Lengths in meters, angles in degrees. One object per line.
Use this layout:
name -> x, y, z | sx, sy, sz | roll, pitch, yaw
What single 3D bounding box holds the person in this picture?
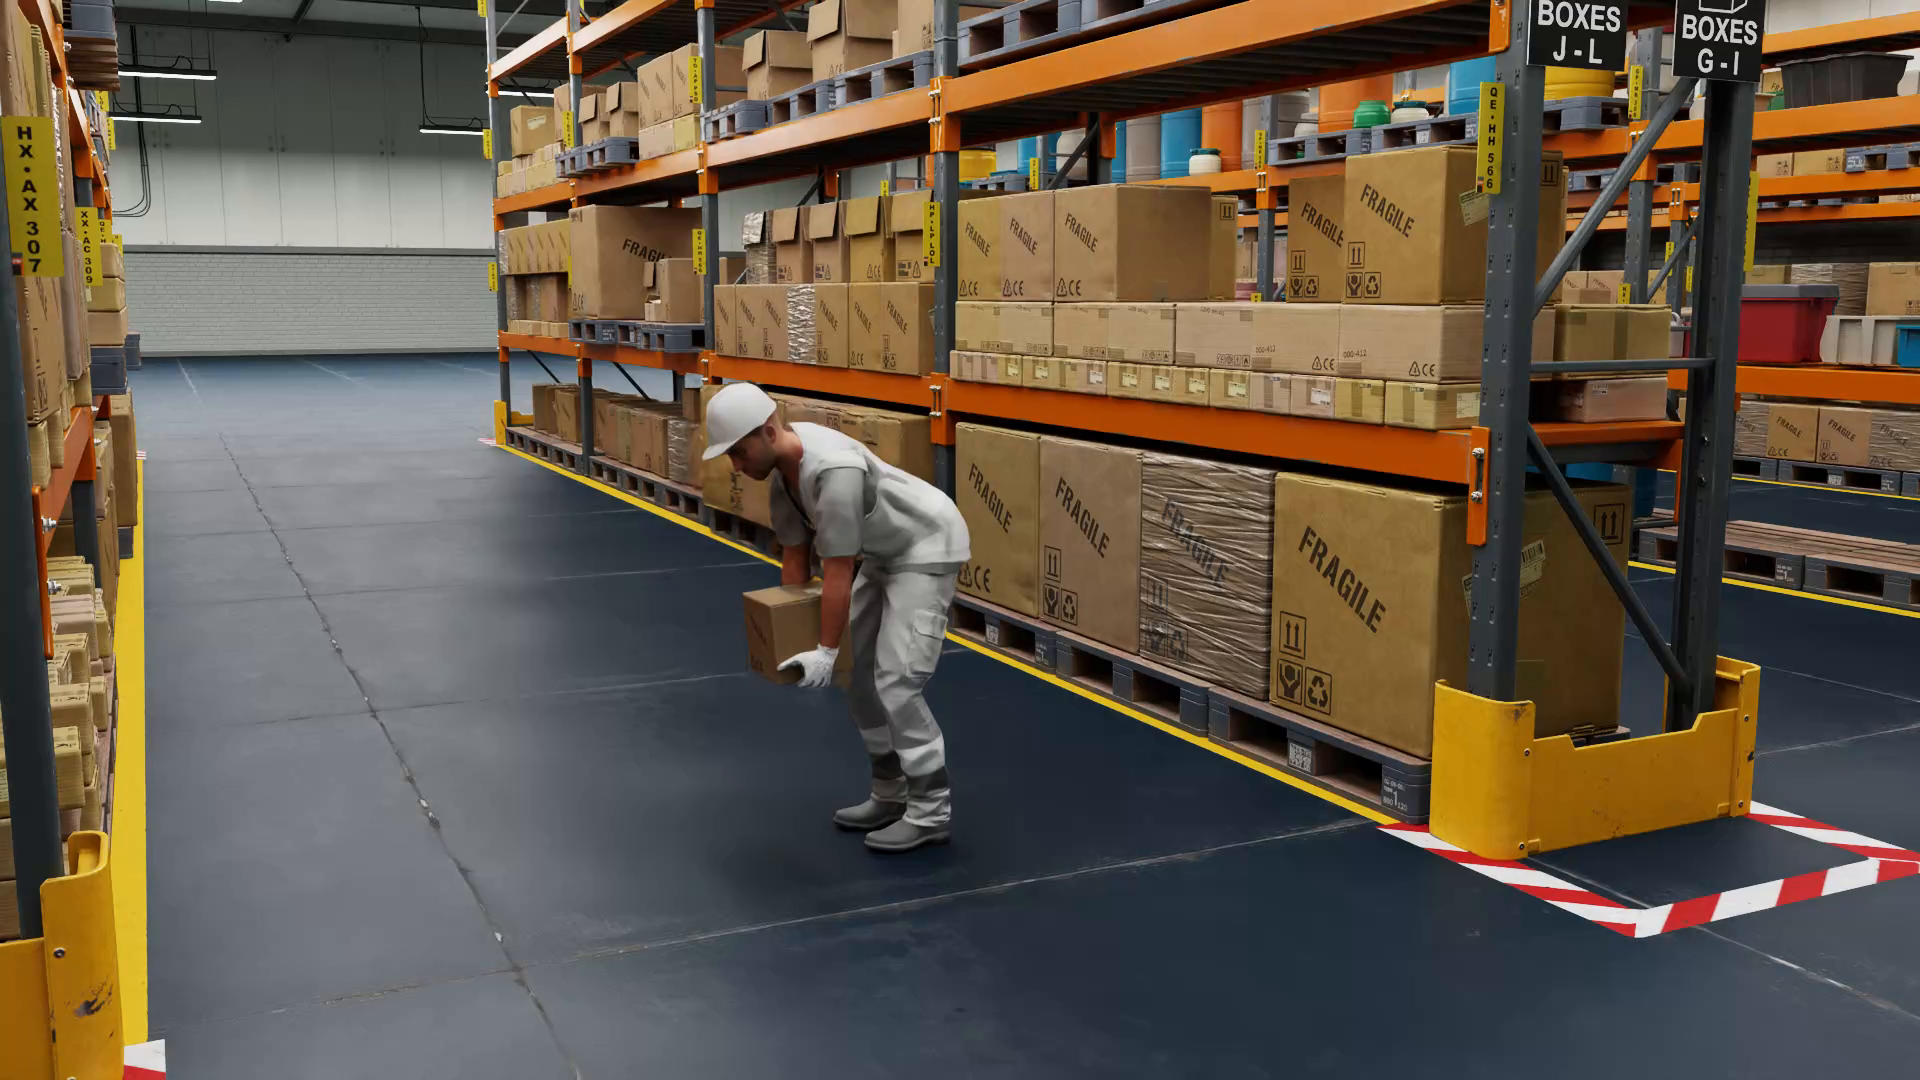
person -> -0.387, 0.239, 5.209 | 0.858, 1.472, 0.482 | -4, 9, -27
